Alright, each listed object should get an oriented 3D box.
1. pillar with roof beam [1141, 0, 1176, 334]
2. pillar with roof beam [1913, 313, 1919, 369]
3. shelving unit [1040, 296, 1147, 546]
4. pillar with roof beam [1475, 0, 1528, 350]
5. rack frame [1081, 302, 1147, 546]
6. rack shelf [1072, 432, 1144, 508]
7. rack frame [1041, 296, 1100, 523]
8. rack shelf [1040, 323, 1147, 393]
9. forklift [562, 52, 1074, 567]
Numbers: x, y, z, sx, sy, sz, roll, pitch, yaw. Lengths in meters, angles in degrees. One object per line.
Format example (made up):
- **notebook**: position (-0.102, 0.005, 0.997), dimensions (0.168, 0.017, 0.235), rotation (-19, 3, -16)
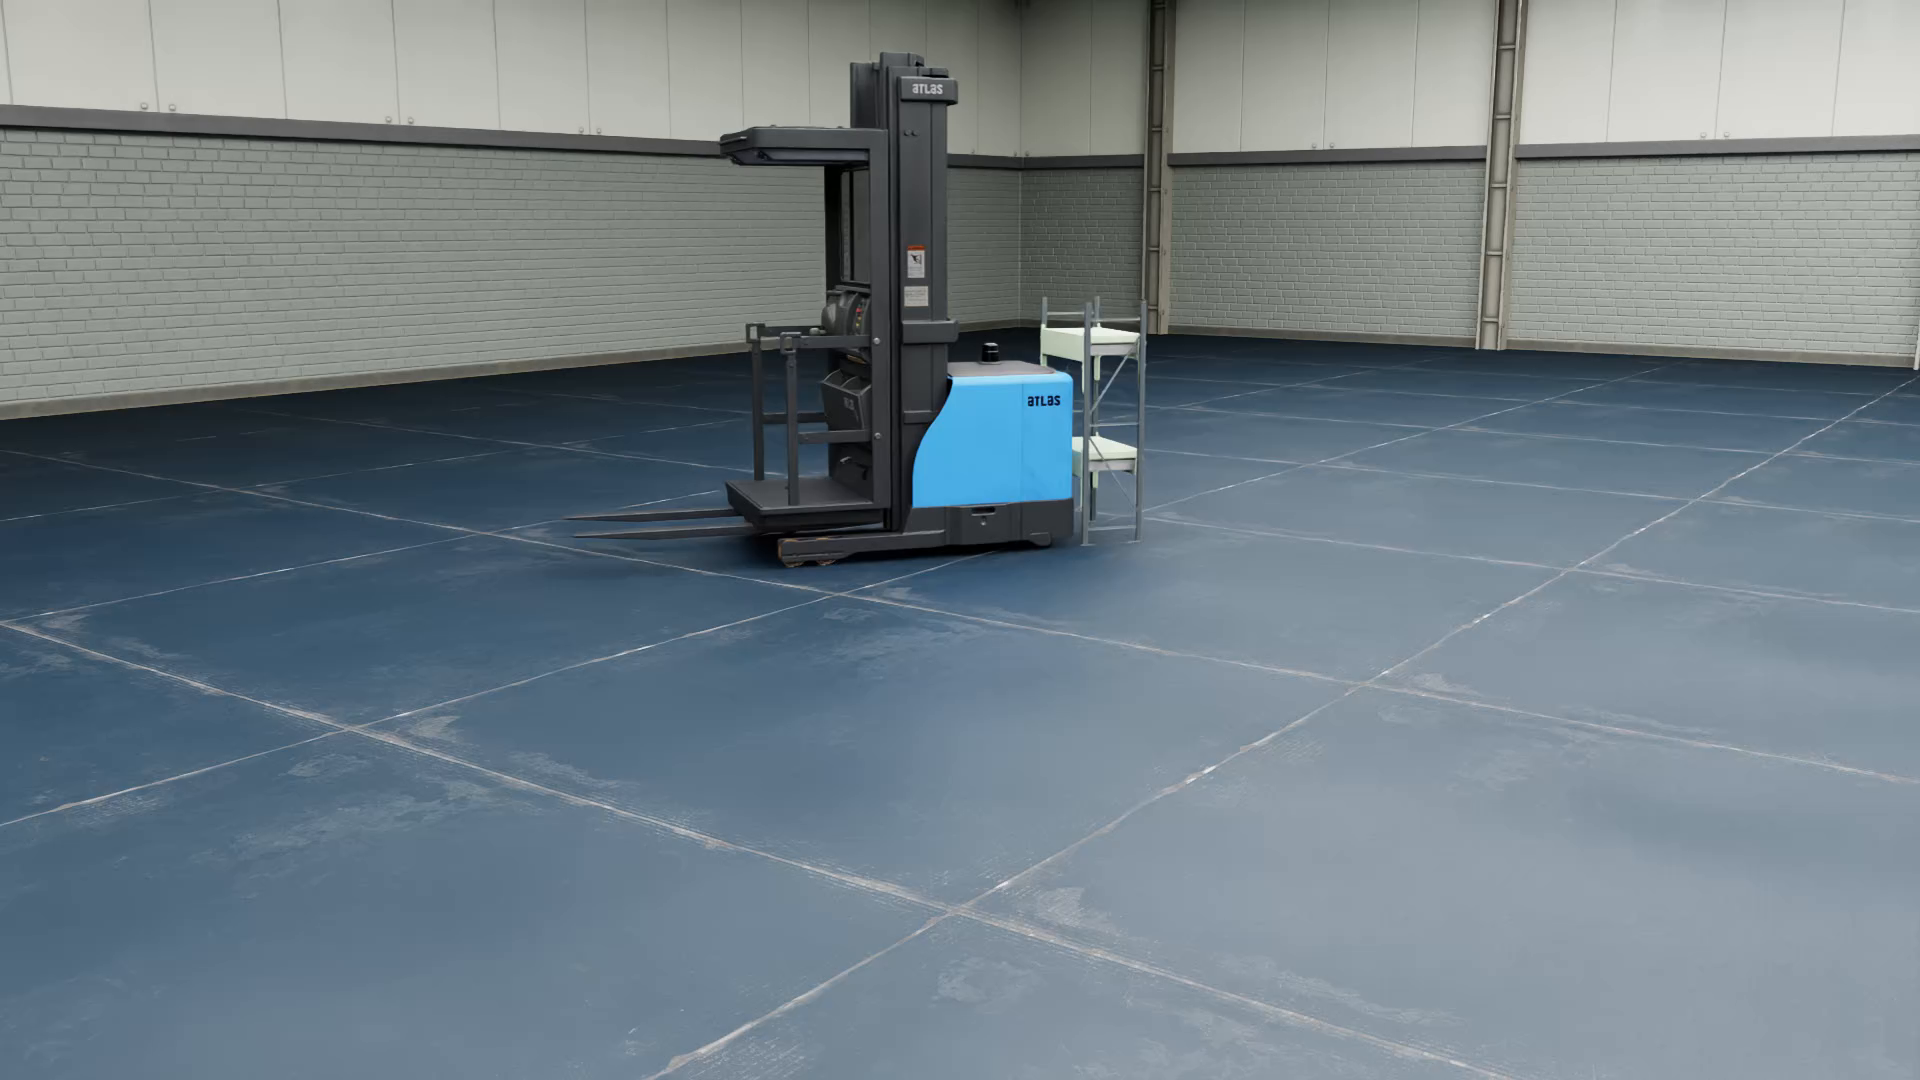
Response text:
- **pillar with roof beam**: position (0.894, -7.412, 25.153), dimensions (0.400, 9.000, 9.100), rotation (8, 13, 36)
- **pillar with roof beam**: position (10.566, -6.063, 18.179), dimensions (0.400, 9.000, 9.100), rotation (8, 13, 36)
- **shelving unit**: position (0.832, -0.776, 10.591), dimensions (0.431, 1.500, 0.755), rotation (-4, 12, -18)
- **pillar with roof beam**: position (5.730, -6.738, 21.666), dimensions (0.400, 9.000, 9.100), rotation (8, 13, 36)
- **rack frame**: position (0.948, -0.710, 10.250), dimensions (0.400, 1.500, 0.023), rotation (-4, 12, -18)
- **rack shelf**: position (0.832, -0.456, 10.653), dimensions (0.431, 0.370, 0.720), rotation (-4, 12, -18)
- **rack frame**: position (0.717, -0.842, 10.932), dimensions (0.400, 1.500, 0.023), rotation (-4, 12, -18)
- **rack shelf**: position (0.833, -1.159, 10.517), dimensions (0.431, 0.370, 0.720), rotation (-4, 12, -18)
- **forklift**: position (-0.871, -1.392, 10.007), dimensions (3.031, 2.935, 1.130), rotation (-4, 12, -18)
